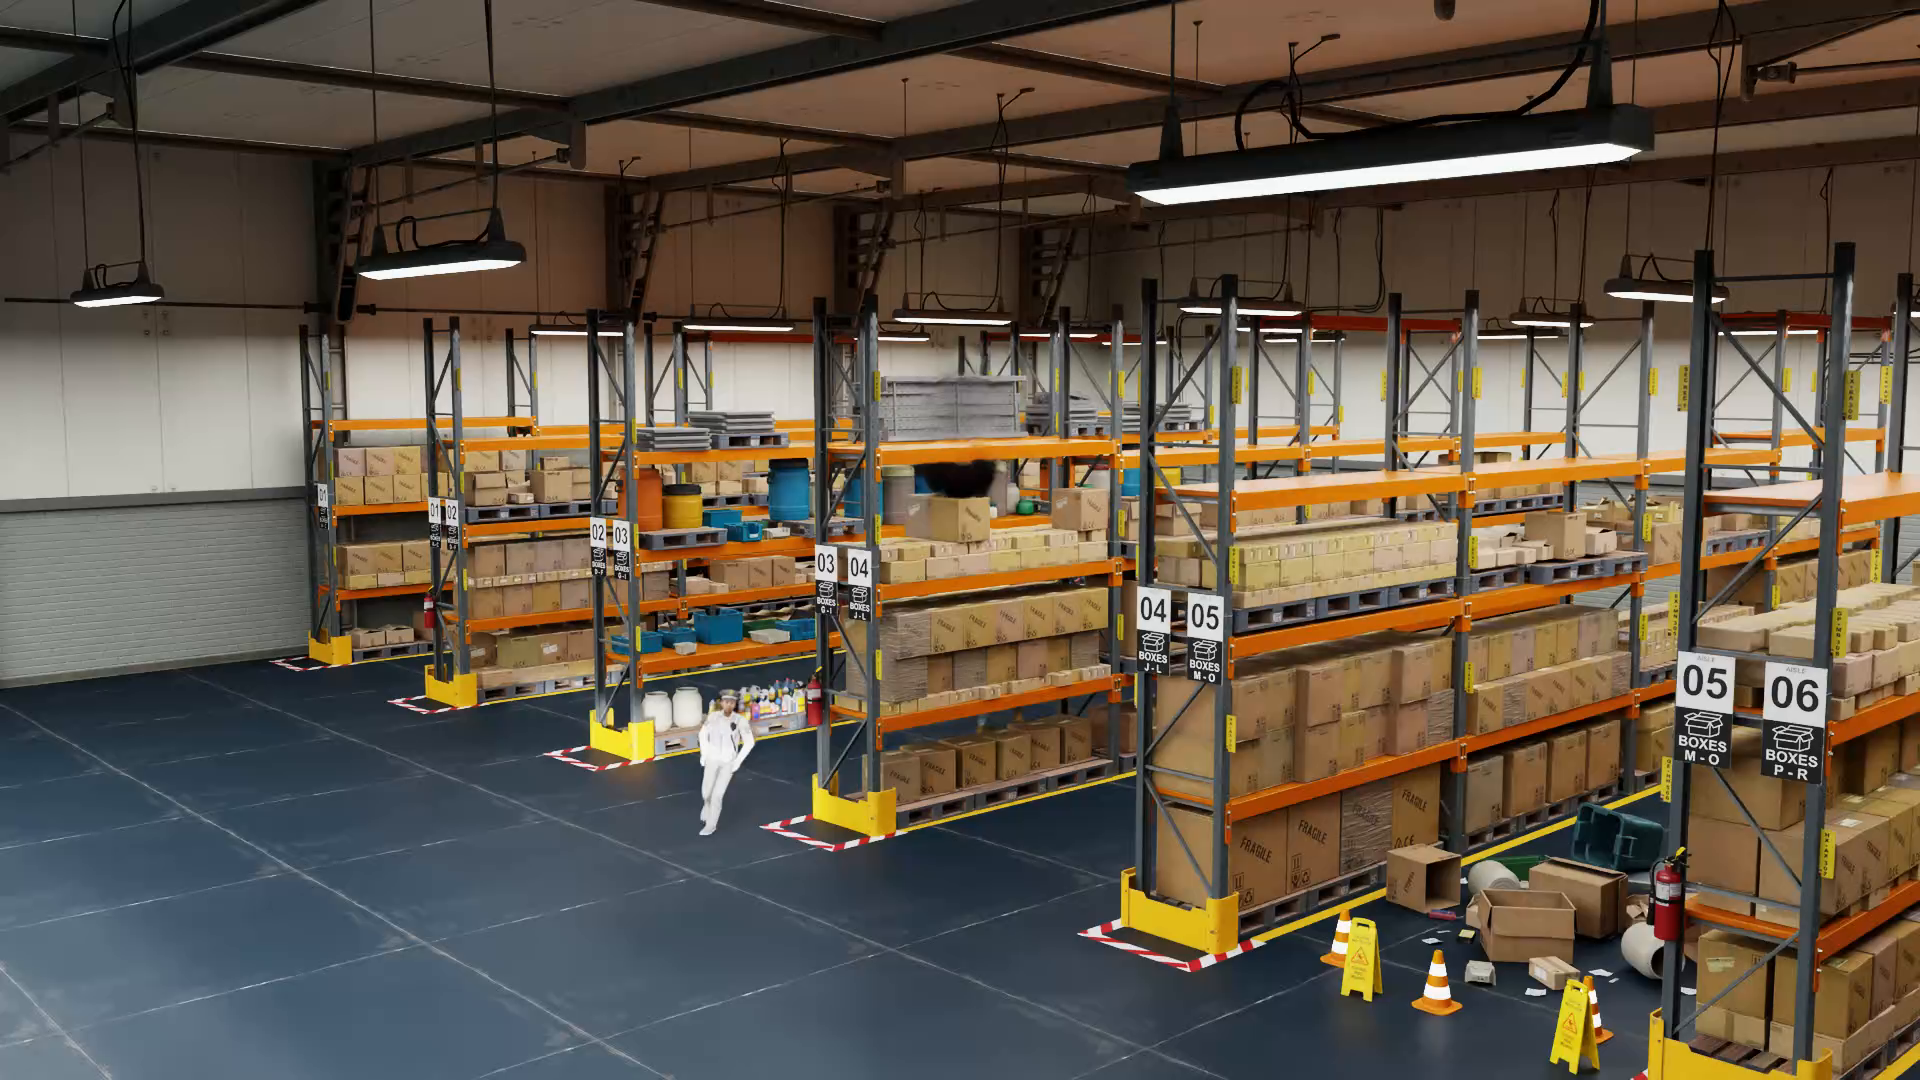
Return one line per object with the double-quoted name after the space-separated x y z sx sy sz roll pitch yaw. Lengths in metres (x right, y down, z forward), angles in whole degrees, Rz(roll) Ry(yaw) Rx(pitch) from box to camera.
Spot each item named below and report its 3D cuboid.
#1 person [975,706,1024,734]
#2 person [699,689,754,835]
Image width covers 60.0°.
0.531 1.937 23.939 1.062 1.714 0.745 -6 8 -44 "person"
-2.640 2.467 18.708 0.666 1.635 0.536 0 6 4 "person"
